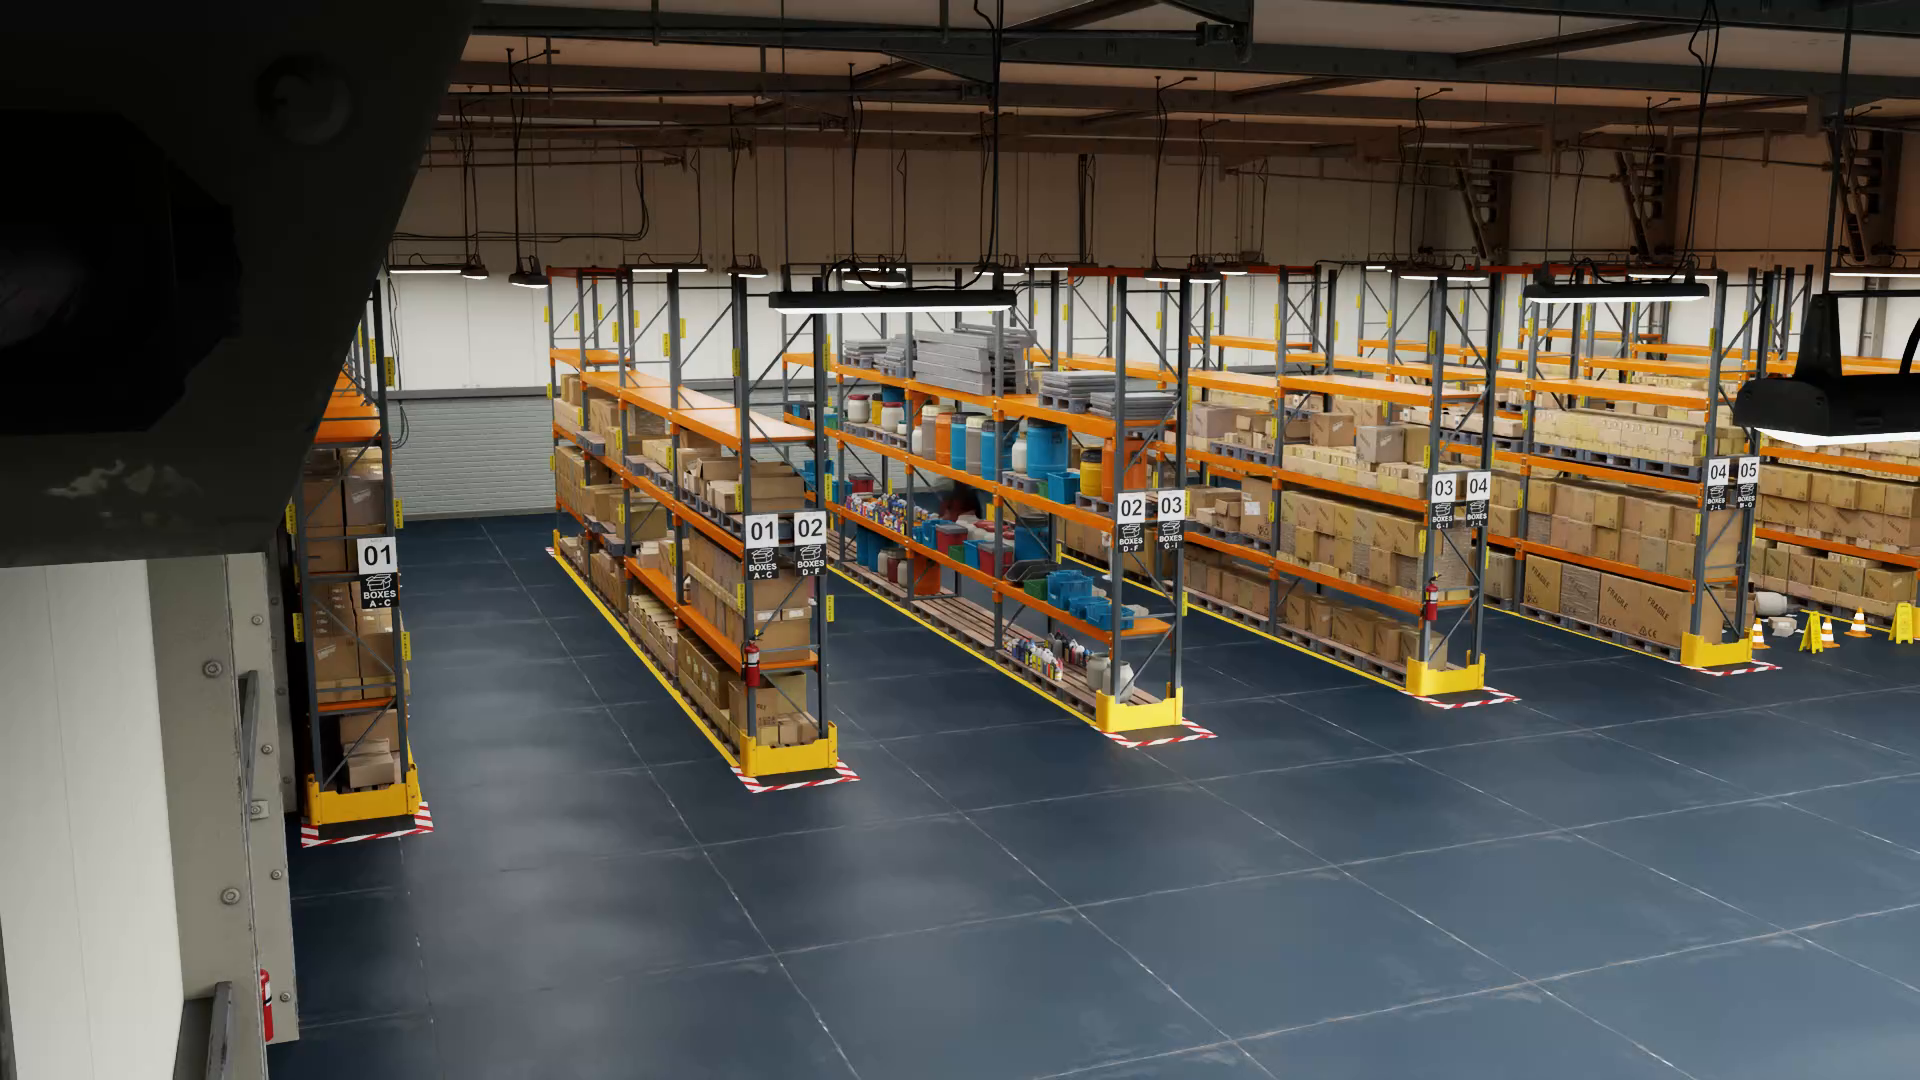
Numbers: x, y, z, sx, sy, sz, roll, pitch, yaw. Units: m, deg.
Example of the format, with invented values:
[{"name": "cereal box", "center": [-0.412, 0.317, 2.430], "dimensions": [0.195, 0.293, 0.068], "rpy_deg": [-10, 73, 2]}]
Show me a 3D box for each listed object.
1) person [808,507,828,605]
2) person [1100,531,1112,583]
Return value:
[{"name": "person", "center": [-2.452, 0.248, 28.737], "dimensions": [0.389, 1.708, 0.487], "rpy_deg": [3, 10, 18]}, {"name": "person", "center": [2.767, -0.040, 30.550], "dimensions": [0.464, 1.750, 0.600], "rpy_deg": [4, 11, 24]}]
